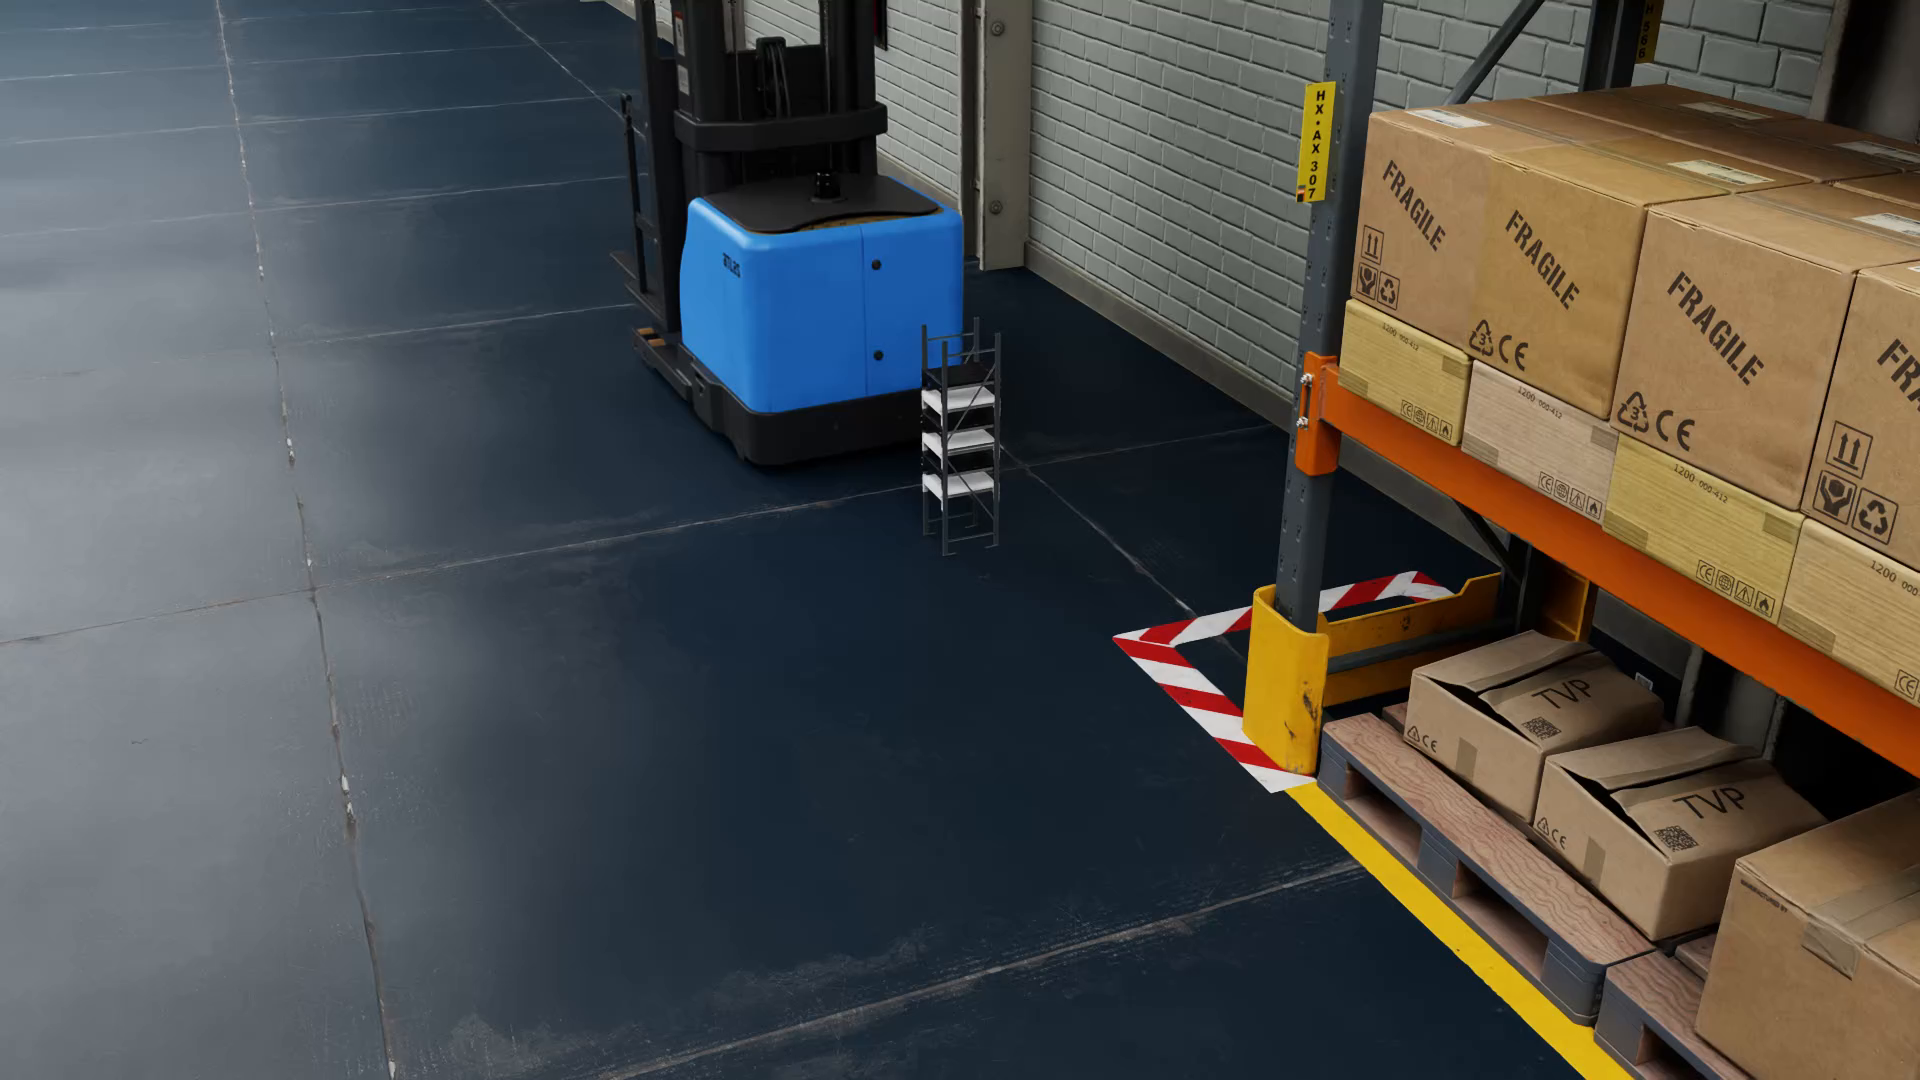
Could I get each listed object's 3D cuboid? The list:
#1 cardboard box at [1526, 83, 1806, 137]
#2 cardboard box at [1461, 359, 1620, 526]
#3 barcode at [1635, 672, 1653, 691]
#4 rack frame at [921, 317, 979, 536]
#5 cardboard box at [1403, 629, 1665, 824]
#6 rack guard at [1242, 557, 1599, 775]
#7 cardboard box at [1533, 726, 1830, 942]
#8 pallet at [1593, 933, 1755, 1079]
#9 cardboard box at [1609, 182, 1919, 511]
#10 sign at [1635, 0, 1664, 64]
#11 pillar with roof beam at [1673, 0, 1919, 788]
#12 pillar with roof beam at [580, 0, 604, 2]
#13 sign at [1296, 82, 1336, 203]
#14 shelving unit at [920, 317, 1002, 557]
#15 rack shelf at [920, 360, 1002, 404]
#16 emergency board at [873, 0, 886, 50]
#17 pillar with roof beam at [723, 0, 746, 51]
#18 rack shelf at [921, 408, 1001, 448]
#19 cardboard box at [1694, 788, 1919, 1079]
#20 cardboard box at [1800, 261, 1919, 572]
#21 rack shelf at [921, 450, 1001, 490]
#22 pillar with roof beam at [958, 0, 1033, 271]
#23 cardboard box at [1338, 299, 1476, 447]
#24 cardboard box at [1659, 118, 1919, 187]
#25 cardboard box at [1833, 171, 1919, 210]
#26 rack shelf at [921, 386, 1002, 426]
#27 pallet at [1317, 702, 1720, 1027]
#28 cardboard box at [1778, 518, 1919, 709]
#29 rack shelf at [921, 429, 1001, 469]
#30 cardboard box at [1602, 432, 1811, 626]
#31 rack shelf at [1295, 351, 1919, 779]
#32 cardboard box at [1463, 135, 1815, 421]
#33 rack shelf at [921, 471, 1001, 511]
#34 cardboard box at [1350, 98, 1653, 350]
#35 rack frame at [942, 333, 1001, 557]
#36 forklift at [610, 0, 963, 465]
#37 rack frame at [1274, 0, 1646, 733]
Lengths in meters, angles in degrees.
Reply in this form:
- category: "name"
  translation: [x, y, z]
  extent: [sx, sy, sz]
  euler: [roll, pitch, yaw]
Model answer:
- category: "cardboard box"
  translation: [1.863, -0.925, 4.519]
  extent: [0.500, 0.500, 0.500]
  euler: [-11, 28, -21]
- category: "cardboard box"
  translation: [1.599, -0.283, 4.059]
  extent: [0.500, 0.250, 0.500]
  euler: [-11, 28, -22]
- category: "barcode"
  translation: [2.046, 0.440, 4.983]
  extent: [0.001, 0.075, 0.075]
  euler: [-11, 28, -21]
- category: "rack frame"
  translation: [-0.037, -0.442, 6.630]
  extent: [0.240, 0.900, 0.006]
  euler: [-11, 28, -21]
- category: "cardboard box"
  translation: [1.671, 0.505, 4.860]
  extent: [0.500, 0.311, 0.500]
  euler: [-14, 29, -26]
- category: "rack guard"
  translation: [1.513, 0.354, 5.456]
  extent: [1.175, 0.500, 0.348]
  euler: [-11, 28, -21]
- category: "cardboard box"
  translation: [1.895, 0.735, 4.388]
  extent: [0.500, 0.311, 0.500]
  euler: [-8, 27, -16]
- category: "pallet"
  translation: [2.272, 1.309, 3.828]
  extent: [1.003, 0.211, 1.213]
  euler: [-11, 28, -21]
- category: "cardboard box"
  translation: [1.775, -0.423, 3.492]
  extent: [0.500, 0.500, 0.500]
  euler: [-12, 28, -22]
- category: "sign"
  translation: [2.002, -1.550, 4.825]
  extent: [0.100, 0.325, 0.005]
  euler: [-11, 28, -21]
- category: "pillar with roof beam"
  translation: [-1.408, -2.622, 1.864]
  extent: [9.100, 9.000, 0.400]
  euler: [-11, 28, -21]
- category: "pillar with roof beam"
  translation: [-8.457, -9.889, 16.747]
  extent: [9.100, 9.000, 0.400]
  euler: [-11, 28, -21]
- category: "sign"
  translation: [0.984, -1.096, 4.589]
  extent: [0.100, 0.325, 0.005]
  euler: [-11, 28, -21]
- category: "shelving unit"
  translation: [0.003, -0.401, 6.546]
  extent: [0.258, 0.900, 0.210]
  euler: [-11, 28, -21]
- category: "rack shelf"
  translation: [0.003, -0.614, 6.442]
  extent: [0.258, 0.077, 0.200]
  euler: [-11, 28, -21]
- category: "emergency board"
  translation: [-0.729, -4.093, 11.713]
  extent: [0.194, 1.169, 0.643]
  euler: [-11, 28, -21]
- category: "pillar with roof beam"
  translation: [-6.107, -7.467, 11.786]
  extent: [9.100, 9.000, 0.400]
  euler: [-11, 28, -21]
- category: "rack shelf"
  translation: [0.003, -0.452, 6.521]
  extent: [0.258, 0.077, 0.200]
  euler: [-11, 28, -21]
- category: "cardboard box"
  translation: [2.136, 0.955, 3.723]
  extent: [0.700, 0.500, 0.500]
  euler: [-12, 29, -24]
- category: "cardboard box"
  translation: [1.988, -0.217, 3.069]
  extent: [0.500, 0.500, 0.500]
  euler: [-10, 28, -19]
- category: "rack shelf"
  translation: [0.003, -0.290, 6.600]
  extent: [0.258, 0.077, 0.200]
  euler: [-11, 28, -21]
- category: "pillar with roof beam"
  translation: [-3.758, -5.045, 6.825]
  extent: [9.100, 9.000, 0.400]
  euler: [-11, 28, -21]
- category: "cardboard box"
  translation: [1.382, -0.490, 4.483]
  extent: [0.500, 0.250, 0.500]
  euler: [-11, 28, -22]
- category: "cardboard box"
  translation: [2.051, -0.720, 4.099]
  extent: [0.500, 0.500, 0.500]
  euler: [-10, 28, -20]
- category: "cardboard box"
  translation: [2.258, -0.512, 3.673]
  extent: [0.500, 0.500, 0.500]
  euler: [-11, 28, -22]
- category: "rack shelf"
  translation: [0.003, -0.533, 6.481]
  extent: [0.258, 0.077, 0.200]
  euler: [-11, 28, -21]
- category: "pallet"
  translation: [1.799, 0.818, 4.835]
  extent: [1.003, 0.211, 1.213]
  euler: [-11, 28, -21]
- category: "cardboard box"
  translation: [1.989, 0.128, 3.217]
  extent: [0.500, 0.250, 0.500]
  euler: [-10, 28, -20]
- category: "rack shelf"
  translation: [0.003, -0.371, 6.560]
  extent: [0.258, 0.077, 0.200]
  euler: [-11, 28, -21]
- category: "cardboard box"
  translation: [1.793, -0.076, 3.636]
  extent: [0.500, 0.250, 0.500]
  euler: [-11, 28, -21]
- category: "rack shelf"
  translation: [2.266, 0.331, 3.474]
  extent: [1.077, 0.370, 4.000]
  euler: [-11, 28, -21]
- category: "cardboard box"
  translation: [1.578, -0.633, 3.921]
  extent: [0.500, 0.500, 0.500]
  euler: [-10, 28, -20]
- category: "rack shelf"
  translation: [0.003, -0.209, 6.639]
  extent: [0.258, 0.077, 0.200]
  euler: [-11, 28, -21]
- category: "cardboard box"
  translation: [1.394, -0.834, 4.333]
  extent: [0.500, 0.500, 0.500]
  euler: [-11, 28, -21]
- category: "rack frame"
  translation: [0.043, -0.360, 6.462]
  extent: [0.240, 0.900, 0.006]
  euler: [-11, 28, -21]
- category: "forklift"
  translation: [-1.068, -2.259, 8.035]
  extent: [1.130, 2.935, 3.031]
  euler: [-12, 29, -23]
- category: "rack frame"
  translation: [1.483, -0.800, 4.970]
  extent: [1.000, 3.000, 0.127]
  euler: [-11, 28, -21]
